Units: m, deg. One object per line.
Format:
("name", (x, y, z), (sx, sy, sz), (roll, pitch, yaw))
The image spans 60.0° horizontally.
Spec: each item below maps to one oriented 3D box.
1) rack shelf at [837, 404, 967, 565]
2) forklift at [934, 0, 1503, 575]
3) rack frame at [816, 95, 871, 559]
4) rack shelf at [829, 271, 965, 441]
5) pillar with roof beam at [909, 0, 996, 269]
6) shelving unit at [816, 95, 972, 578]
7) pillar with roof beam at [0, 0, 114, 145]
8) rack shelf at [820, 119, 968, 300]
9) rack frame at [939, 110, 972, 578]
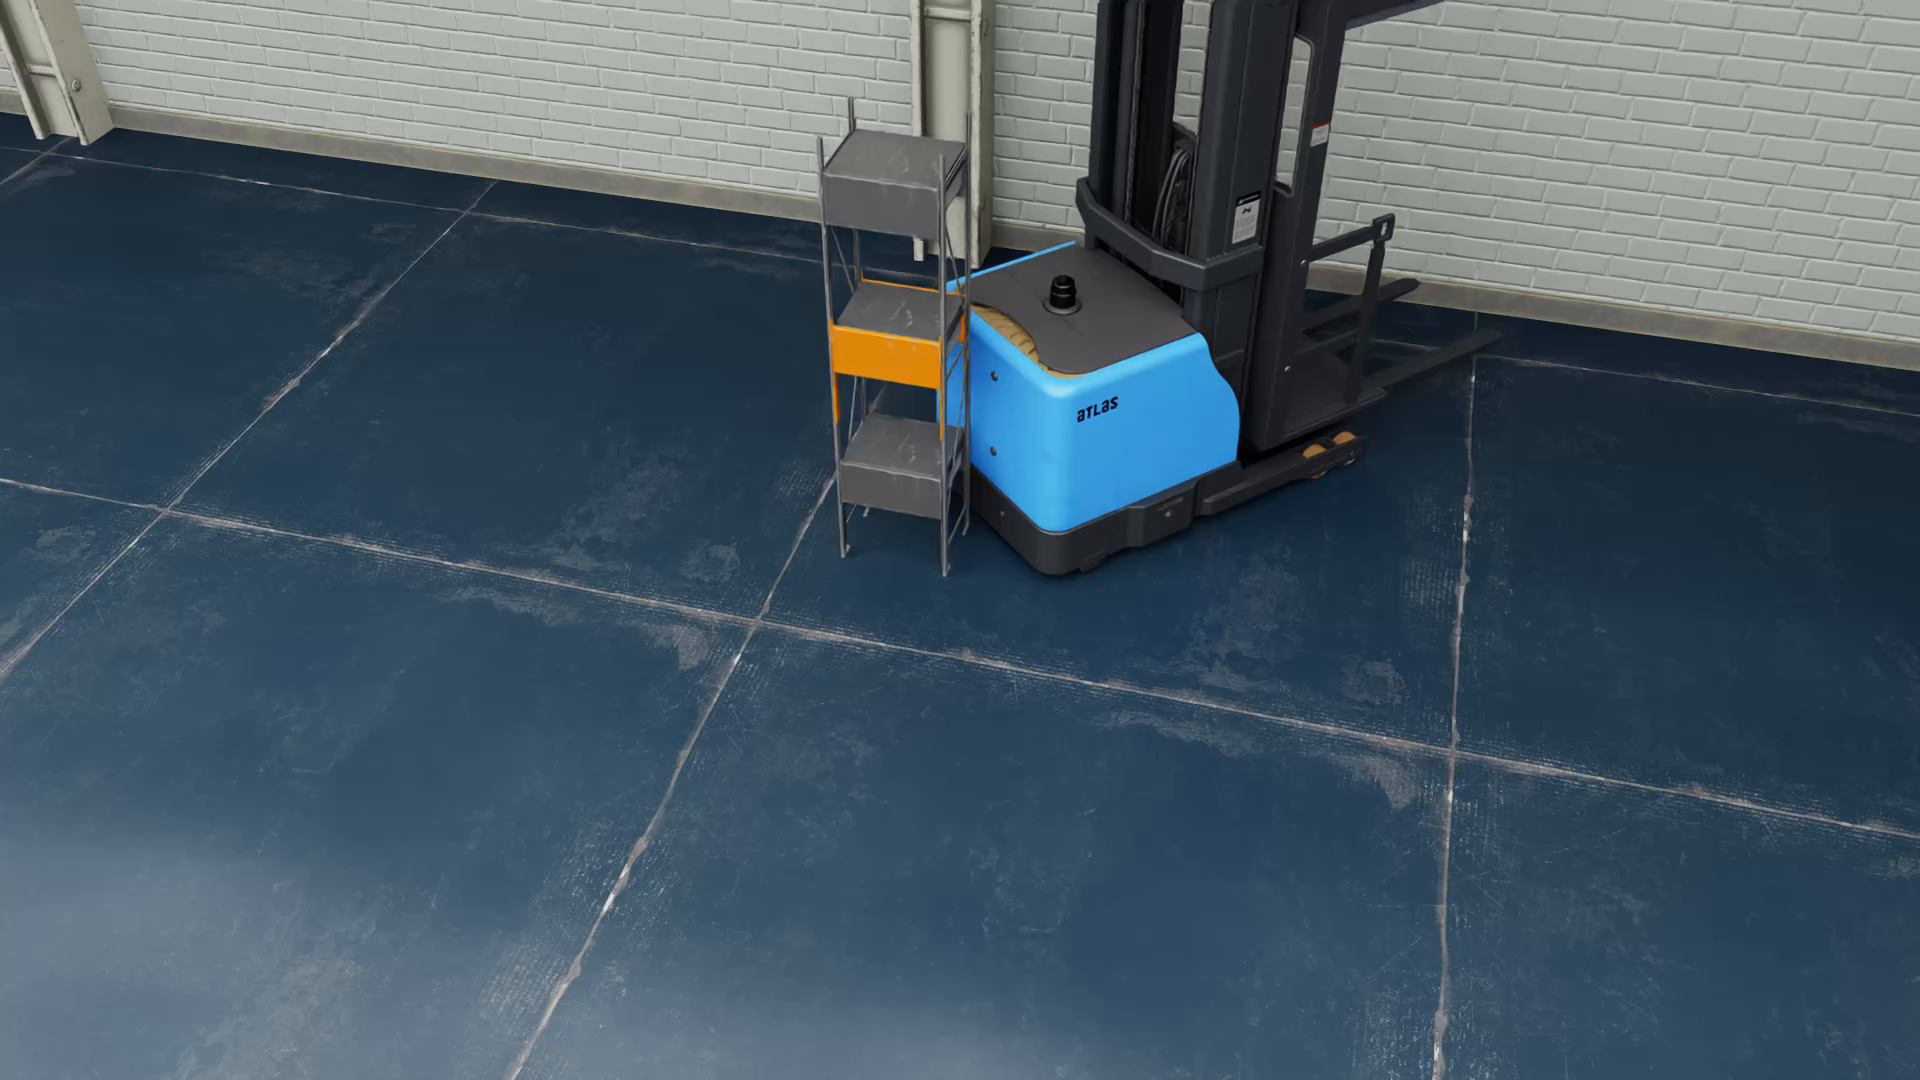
("rack shelf", (-0.251, -0.252, 7.552), (0.480, 0.518, 0.431), (10, 41, 12))
("forklift", (1.392, -1.689, 7.507), (3.031, 2.935, 1.130), (-22, 45, -24))
("rack frame", (-0.485, -0.842, 7.144), (0.015, 2.100, 0.400), (10, 41, 12))
("rack shelf", (-0.251, -0.788, 7.102), (0.480, 0.518, 0.431), (10, 41, 12))
("pillar with roof beam", (-1.152, -2.473, 3.722), (0.400, 9.000, 9.100), (10, 41, 11))
("shelving unit", (-0.251, -0.799, 7.093), (0.503, 2.100, 0.431), (10, 41, 12))
("pillar with roof beam", (-6.948, -3.470, 4.910), (0.400, 9.000, 9.100), (10, 41, 11))
("rack shelf", (-0.251, -1.324, 6.652), (0.480, 0.518, 0.431), (10, 41, 12))
("rack frame", (-0.016, -0.756, 7.042), (0.015, 2.100, 0.400), (10, 41, 12))
